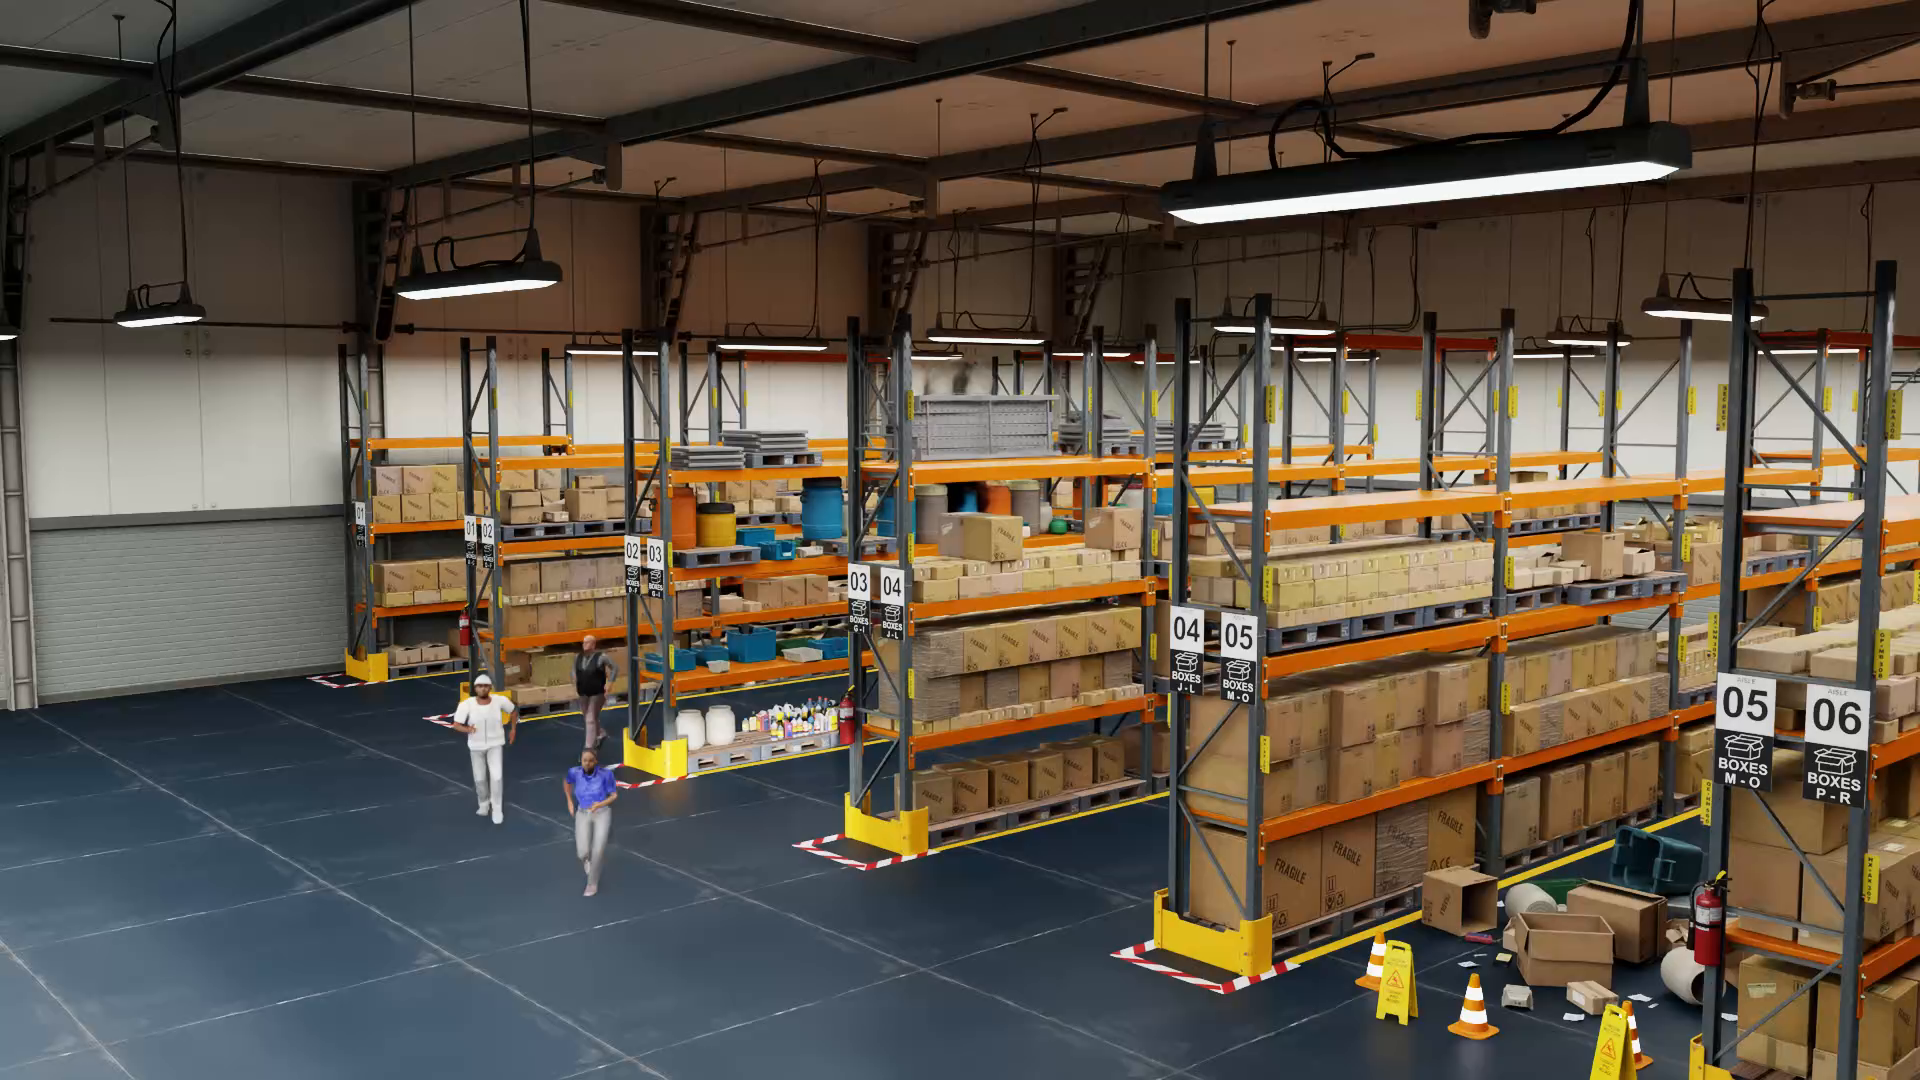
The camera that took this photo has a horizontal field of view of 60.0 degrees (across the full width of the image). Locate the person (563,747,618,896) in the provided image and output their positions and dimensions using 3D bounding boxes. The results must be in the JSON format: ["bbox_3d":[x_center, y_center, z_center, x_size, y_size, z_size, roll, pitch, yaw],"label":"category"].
[{"bbox_3d":[-3.775,2.873,16.984,0.561,1.582,0.675,-1,5,-7],"label":"person"}]

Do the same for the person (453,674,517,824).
[{"bbox_3d":[-5.687,2.505,19.926,0.731,1.810,0.713,-1,5,-13],"label":"person"}]

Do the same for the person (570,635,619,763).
[{"bbox_3d":[-5.184,2.188,23.463,0.673,1.718,0.831,2,6,21],"label":"person"}]
